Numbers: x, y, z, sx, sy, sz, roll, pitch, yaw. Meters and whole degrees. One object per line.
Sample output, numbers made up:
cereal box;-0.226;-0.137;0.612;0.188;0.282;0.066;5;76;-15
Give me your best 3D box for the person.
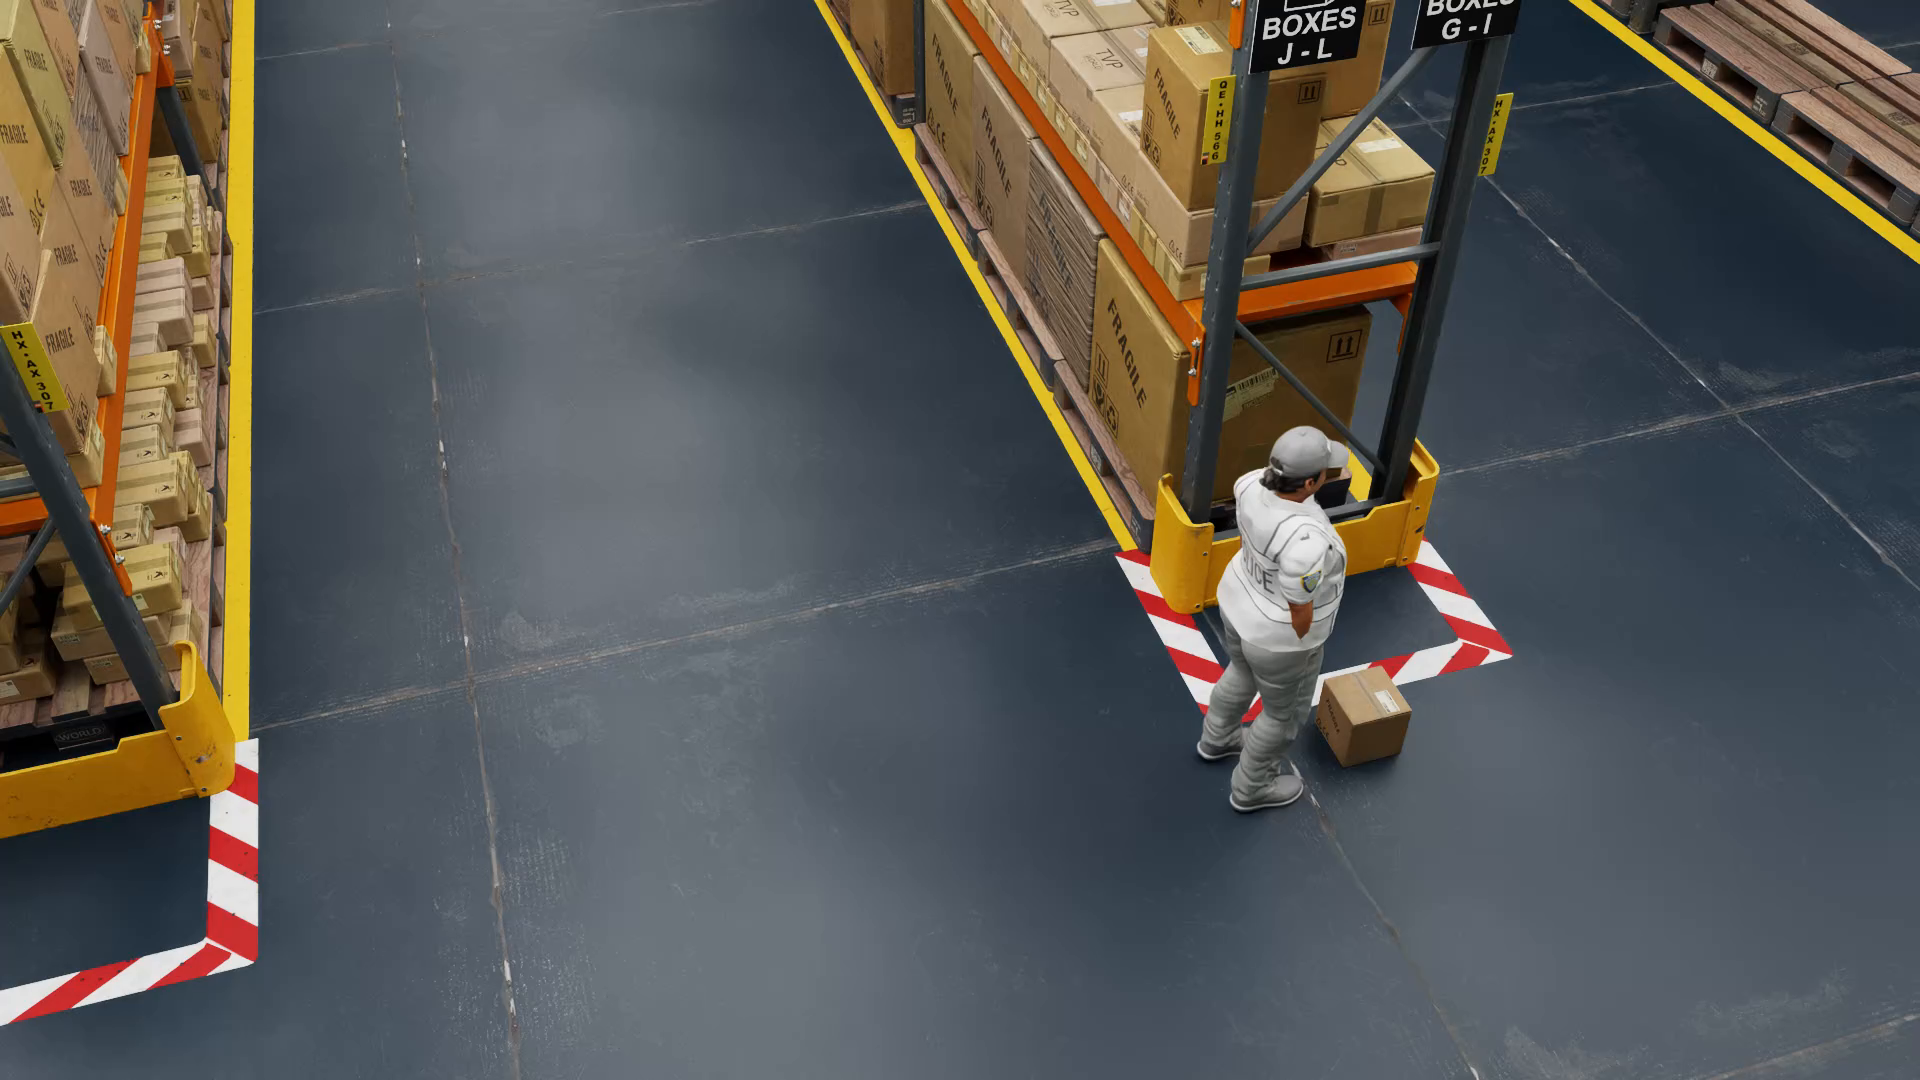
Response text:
person;1.112;0.272;5.876;0.390;1.668;0.469;-13;44;-14
